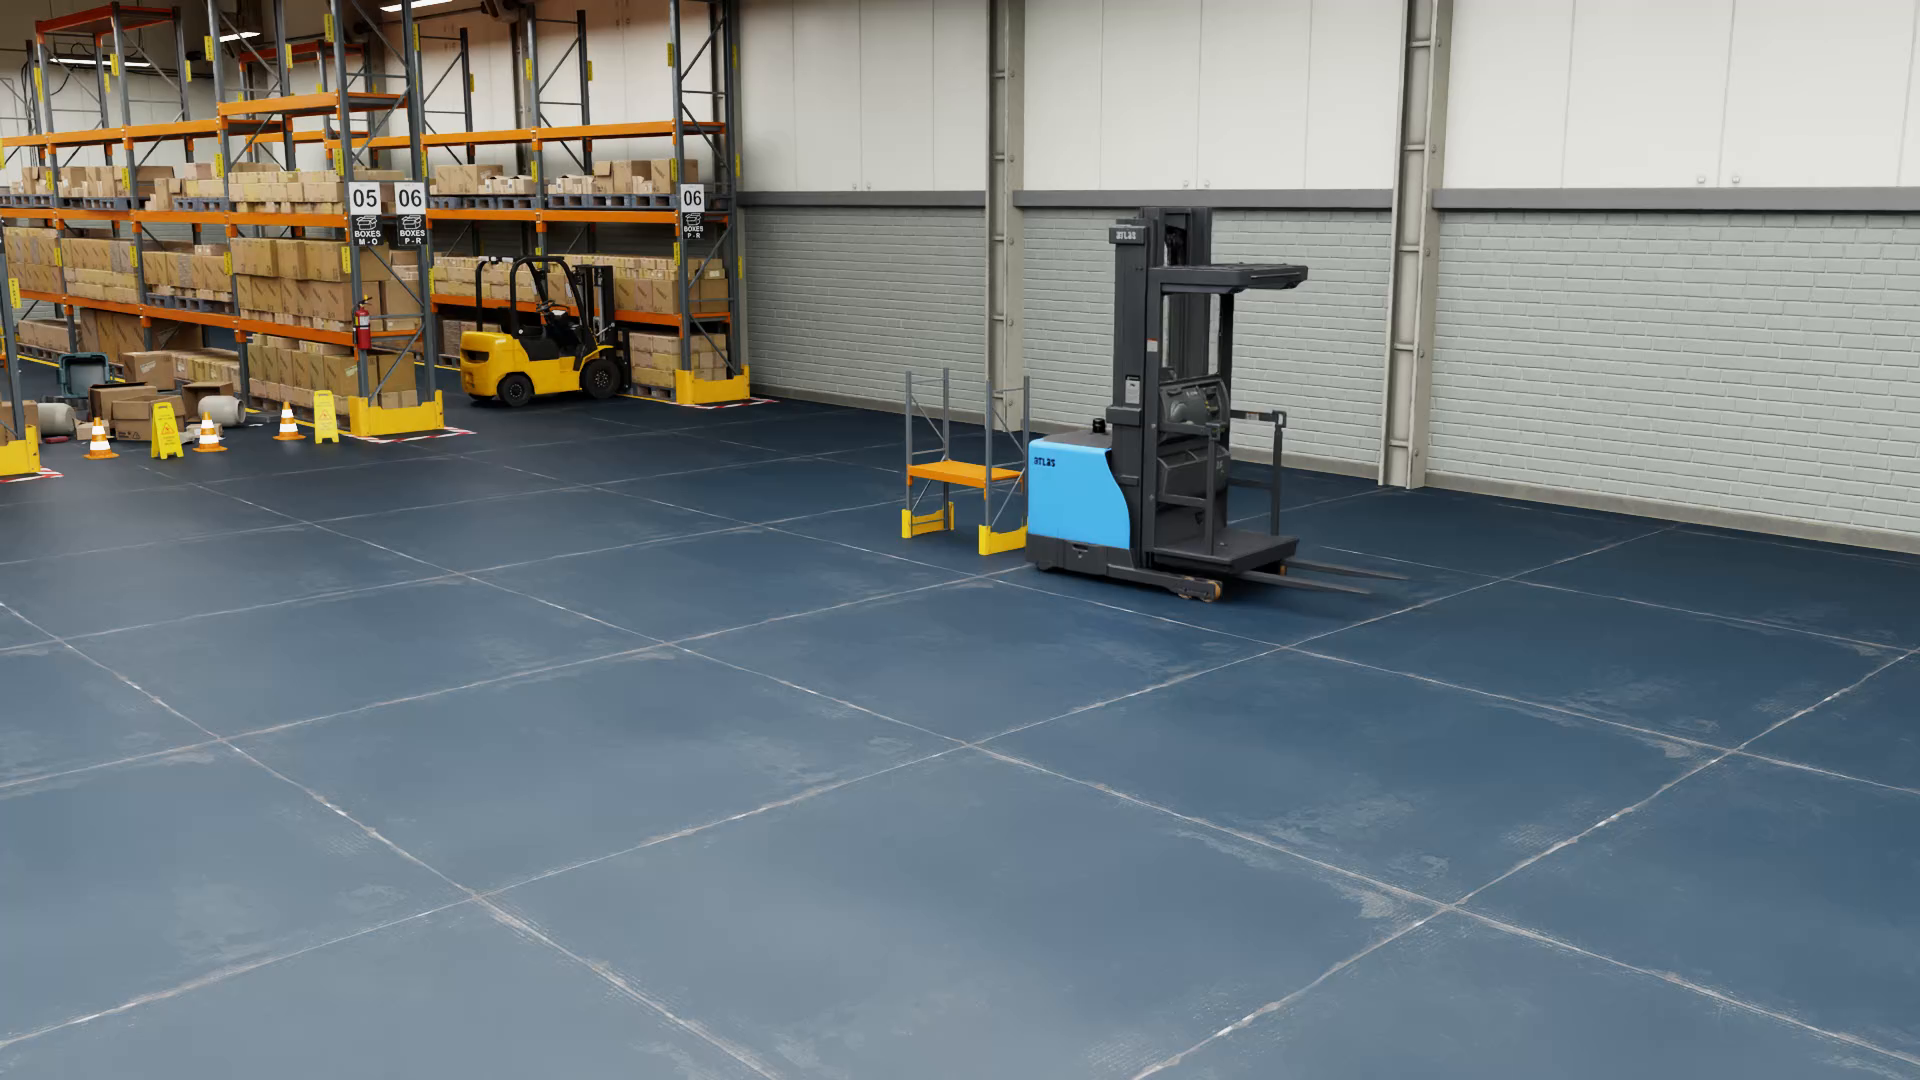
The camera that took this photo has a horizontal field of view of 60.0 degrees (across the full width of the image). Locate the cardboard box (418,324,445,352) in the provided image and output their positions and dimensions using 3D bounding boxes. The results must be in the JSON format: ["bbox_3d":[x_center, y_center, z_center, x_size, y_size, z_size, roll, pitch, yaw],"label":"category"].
[{"bbox_3d":[-9.713,-3.760,30.881,0.500,0.500,0.500,-10,15,-41],"label":"cardboard box"}]

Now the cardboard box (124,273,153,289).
[{"bbox_3d":[-13.371,-4.261,27.293,0.500,0.250,0.500,-11,16,-43],"label":"cardboard box"}]

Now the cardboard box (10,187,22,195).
[{"bbox_3d":[-17.793,-6.632,31.568,0.380,0.149,0.250,-10,15,-41],"label":"cardboard box"}]

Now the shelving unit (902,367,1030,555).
[{"bbox_3d":[0.053,-0.723,14.706,0.587,1.500,1.083,-11,16,-43],"label":"shelving unit"}]

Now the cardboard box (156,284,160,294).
[{"bbox_3d":[-12.592,-4.018,26.561,0.250,0.149,0.380,11,16,42],"label":"cardboard box"}]

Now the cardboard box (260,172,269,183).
[{"bbox_3d":[-9.363,-4.971,22.819,0.250,0.149,0.380,11,16,43],"label":"cardboard box"}]

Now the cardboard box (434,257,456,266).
[{"bbox_3d":[-9.258,-5.026,30.017,0.380,0.149,0.250,-10,15,-41],"label":"cardboard box"}]

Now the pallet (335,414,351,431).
[{"bbox_3d":[-7.916,-1.656,22.425,1.003,0.211,1.213,-11,16,-43],"label":"pallet"}]

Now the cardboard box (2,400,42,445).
[{"bbox_3d":[-11.787,-1.460,20.750,0.500,0.500,0.500,-8,14,-33],"label":"cardboard box"}]

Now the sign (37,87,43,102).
[{"bbox_3d":[-17.975,-8.730,32.474,0.100,0.325,0.005,-11,16,-43],"label":"sign"}]

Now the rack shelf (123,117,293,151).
[{"bbox_3d":[-11.472,-6.153,25.248,1.077,0.370,4.000,-11,16,-43],"label":"rack shelf"}]

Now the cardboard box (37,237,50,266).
[{"bbox_3d":[-16.485,-5.282,30.392,0.500,0.500,0.500,-11,16,-43],"label":"cardboard box"}]

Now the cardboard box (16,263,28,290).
[{"bbox_3d":[-17.546,-5.014,31.568,0.500,0.500,0.500,-11,16,-43],"label":"cardboard box"}]

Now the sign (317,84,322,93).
[{"bbox_3d":[-12.433,-8.692,32.289,0.100,0.325,0.005,-11,16,-43],"label":"sign"}]

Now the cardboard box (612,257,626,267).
[{"bbox_3d":[-5.204,-4.337,25.938,0.380,0.149,0.250,-11,16,-42],"label":"cardboard box"}]

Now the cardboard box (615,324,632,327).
[{"bbox_3d":[-5.663,-3.395,27.251,0.500,0.250,0.500,-11,16,-43],"label":"cardboard box"}]

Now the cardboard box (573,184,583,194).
[{"bbox_3d":[-5.882,-5.544,26.286,0.380,0.149,0.250,-10,15,-41],"label":"cardboard box"}]

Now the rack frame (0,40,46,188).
[{"bbox_3d":[-18.378,-8.160,32.219,1.000,3.000,0.127,-11,16,-43],"label":"rack frame"}]

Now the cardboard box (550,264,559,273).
[{"bbox_3d":[-6.473,-4.446,27.204,0.380,0.149,0.250,-11,16,-43],"label":"cardboard box"}]

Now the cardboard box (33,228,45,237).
[{"bbox_3d":[-16.895,-5.691,30.765,0.380,0.149,0.250,-11,16,-44],"label":"cardboard box"}]

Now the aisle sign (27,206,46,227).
[{"bbox_3d":[-18.203,-6.549,32.823,0.394,0.787,0.004,-11,16,-43],"label":"aisle sign"}]

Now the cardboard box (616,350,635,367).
[{"bbox_3d":[-5.013,-2.858,25.882,0.500,0.250,0.500,-11,16,-44],"label":"cardboard box"}]

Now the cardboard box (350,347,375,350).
[{"bbox_3d":[-8.407,-2.423,23.153,0.500,0.500,0.500,-10,16,-41],"label":"cardboard box"}]

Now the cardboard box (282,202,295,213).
[{"bbox_3d":[-8.870,-4.464,22.334,0.380,0.149,0.250,-11,16,-43],"label":"cardboard box"}]

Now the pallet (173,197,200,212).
[{"bbox_3d":[-11.158,-5.104,25.282,1.213,0.211,1.003,-11,16,-43],"label":"pallet"}]

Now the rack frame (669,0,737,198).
[{"bbox_3d":[-3.741,-6.517,24.245,1.000,3.000,0.127,-11,16,-43],"label":"rack frame"}]

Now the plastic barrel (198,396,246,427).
[{"bbox_3d":[-9.850,-1.716,22.189,0.512,0.421,0.421,-1,12,-4],"label":"plastic barrel"}]

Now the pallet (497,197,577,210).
[{"bbox_3d":[-7.122,-5.665,28.016,1.217,0.209,0.805,11,16,43],"label":"pallet"}]

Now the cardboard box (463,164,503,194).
[{"bbox_3d":[-8.239,-6.231,28.753,0.500,0.500,0.500,-10,16,-41],"label":"cardboard box"}]

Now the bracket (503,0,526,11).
[{"bbox_3d":[-7.684,-9.273,28.701,0.235,0.232,0.430,-11,16,-43],"label":"bracket"}]

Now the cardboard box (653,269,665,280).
[{"bbox_3d":[-4.381,-3.991,24.992,0.380,0.149,0.250,-11,16,-42],"label":"cardboard box"}]

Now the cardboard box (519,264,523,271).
[{"bbox_3d":[-7.222,-4.627,28.079,0.380,0.149,0.250,-11,16,-43],"label":"cardboard box"}]

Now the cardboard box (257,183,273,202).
[{"bbox_3d":[-9.285,-4.761,22.787,0.500,0.250,0.500,-11,16,-42],"label":"cardboard box"}]

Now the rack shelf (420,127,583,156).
[{"bbox_3d":[-7.884,-6.845,28.608,1.077,0.370,4.000,-11,16,-43],"label":"rack shelf"}]

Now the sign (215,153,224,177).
[{"bbox_3d":[-10.490,-5.308,23.551,0.100,0.325,0.005,-11,16,-43],"label":"sign"}]

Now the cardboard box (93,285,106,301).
[{"bbox_3d":[-14.463,-4.237,28.416,0.500,0.250,0.500,-11,16,-43],"label":"cardboard box"}]

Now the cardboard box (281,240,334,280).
[{"bbox_3d":[-8.610,-3.750,22.219,0.700,0.500,0.500,-11,16,-43],"label":"cardboard box"}]

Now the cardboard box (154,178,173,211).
[{"bbox_3d":[-12.206,-5.433,26.166,0.700,0.500,0.500,-11,16,-43],"label":"cardboard box"}]

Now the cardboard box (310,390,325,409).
[{"bbox_3d":[-8.433,-1.903,22.488,0.500,0.250,0.500,-11,16,-42],"label":"cardboard box"}]

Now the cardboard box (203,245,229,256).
[{"bbox_3d":[-11.058,-4.323,24.829,0.250,0.149,0.380,11,16,43],"label":"cardboard box"}]

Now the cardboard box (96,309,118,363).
[{"bbox_3d":[-14.500,-3.593,29.143,0.875,0.875,0.875,-10,15,-41],"label":"cardboard box"}]

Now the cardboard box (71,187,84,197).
[{"bbox_3d":[-14.995,-5.965,28.536,0.250,0.166,0.380,10,16,41],"label":"cardboard box"}]

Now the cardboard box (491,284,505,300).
[{"bbox_3d":[-7.712,-4.276,28.604,0.500,0.250,0.500,-11,16,-42],"label":"cardboard box"}]

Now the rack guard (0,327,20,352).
[{"bbox_3d":[-18.394,-4.001,33.093,1.175,0.500,0.348,-11,16,-43],"label":"rack guard"}]

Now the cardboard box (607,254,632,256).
[{"bbox_3d":[-5.510,-4.564,27.037,0.380,0.149,0.250,-11,16,-44],"label":"cardboard box"}]

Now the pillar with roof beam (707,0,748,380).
[{"bbox_3d":[-6.683,-6.145,22.436,9.100,9.000,0.400,-11,16,-43],"label":"pillar with roof beam"}]

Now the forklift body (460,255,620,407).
[{"bbox_3d":[-6.370,-3.186,25.045,2.313,2.155,1.214,-11,16,-43],"label":"forklift body"}]

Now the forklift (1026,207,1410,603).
[{"bbox_3d":[1.997,-1.080,12.889,3.031,2.935,1.130,10,15,39],"label":"forklift"}]

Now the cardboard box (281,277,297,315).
[{"bbox_3d":[-8.924,-3.346,22.735,0.500,0.500,0.500,-11,16,-42],"label":"cardboard box"}]

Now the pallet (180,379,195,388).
[{"bbox_3d":[-11.476,-2.396,26.020,1.003,0.211,1.213,-11,16,-43],"label":"pallet"}]

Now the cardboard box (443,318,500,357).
[{"bbox_3d":[-8.845,-3.696,30.263,0.875,0.625,0.625,-10,15,-41],"label":"cardboard box"}]

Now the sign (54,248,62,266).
[{"bbox_3d":[-16.016,-5.023,29.519,0.100,0.325,0.005,-11,16,-43],"label":"sign"}]

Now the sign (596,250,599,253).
[{"bbox_3d":[-6.103,-4.703,27.965,0.100,0.325,0.005,-11,16,-43],"label":"sign"}]

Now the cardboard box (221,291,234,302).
[{"bbox_3d":[-10.646,-3.590,24.484,0.380,0.149,0.250,-11,16,-42],"label":"cardboard box"}]
